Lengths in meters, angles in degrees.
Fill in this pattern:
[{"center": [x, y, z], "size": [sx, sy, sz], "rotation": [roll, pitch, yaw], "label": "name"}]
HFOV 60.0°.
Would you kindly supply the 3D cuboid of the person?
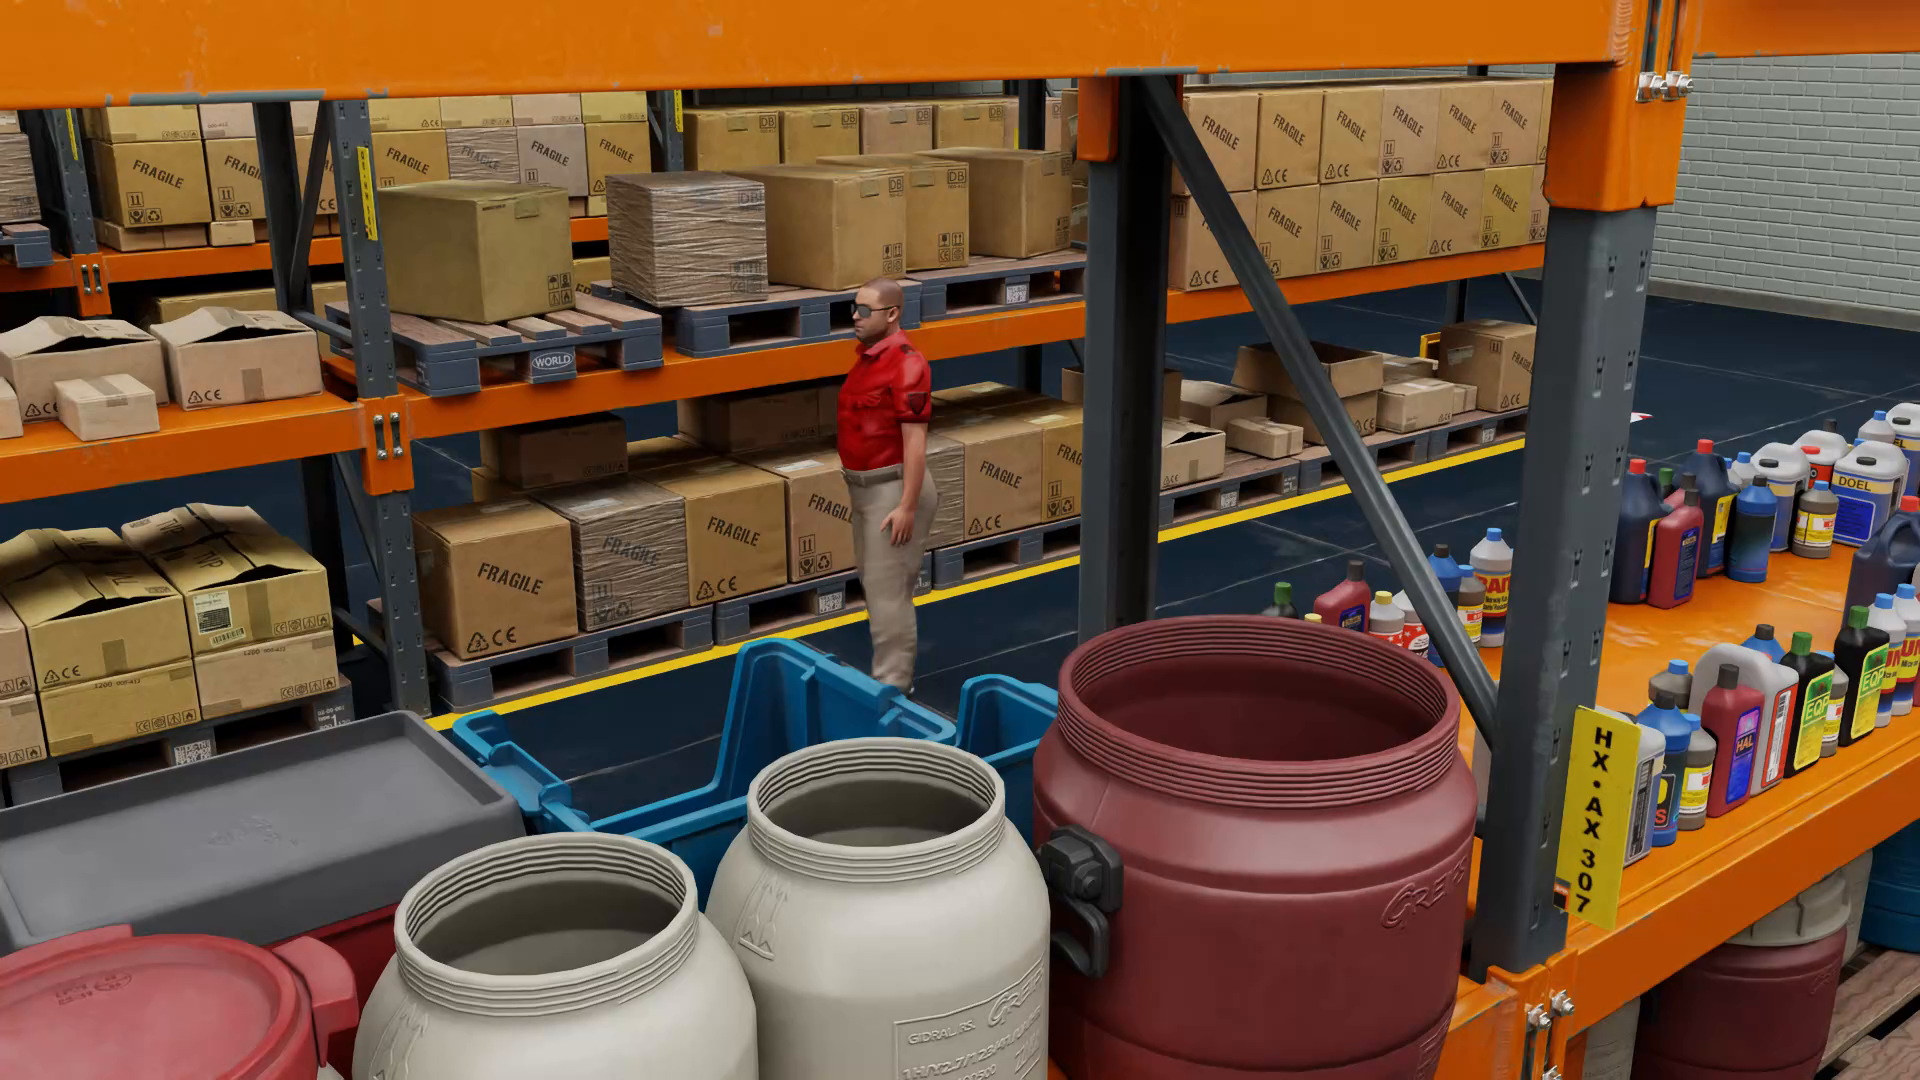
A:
[{"center": [-0.350, -0.150, 6.506], "size": [0.486, 1.737, 0.580], "rotation": [-7, 19, -21], "label": "person"}]
